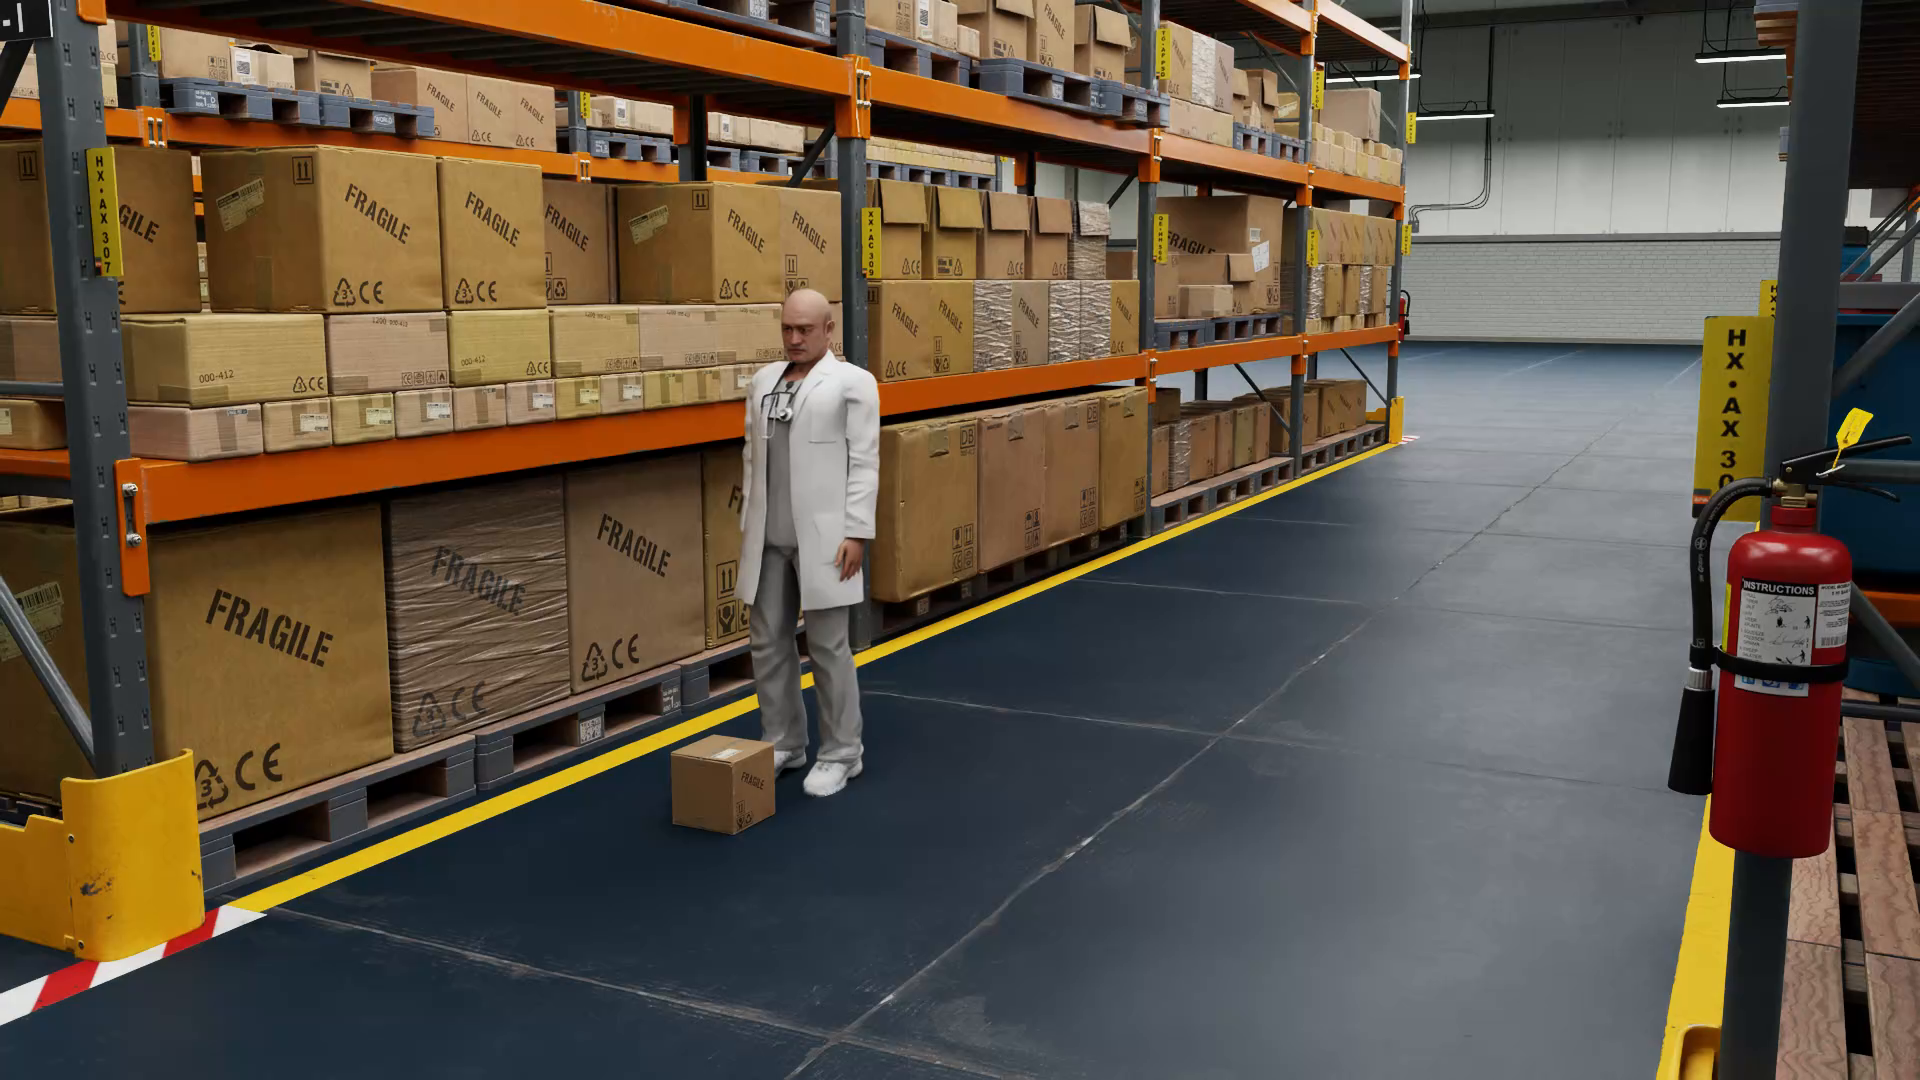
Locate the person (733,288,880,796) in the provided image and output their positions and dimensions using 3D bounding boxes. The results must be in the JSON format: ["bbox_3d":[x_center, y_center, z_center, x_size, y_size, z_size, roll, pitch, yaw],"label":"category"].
[{"bbox_3d":[-0.552,0.005,5.930,0.562,1.783,0.384,5,10,27],"label":"person"}]
